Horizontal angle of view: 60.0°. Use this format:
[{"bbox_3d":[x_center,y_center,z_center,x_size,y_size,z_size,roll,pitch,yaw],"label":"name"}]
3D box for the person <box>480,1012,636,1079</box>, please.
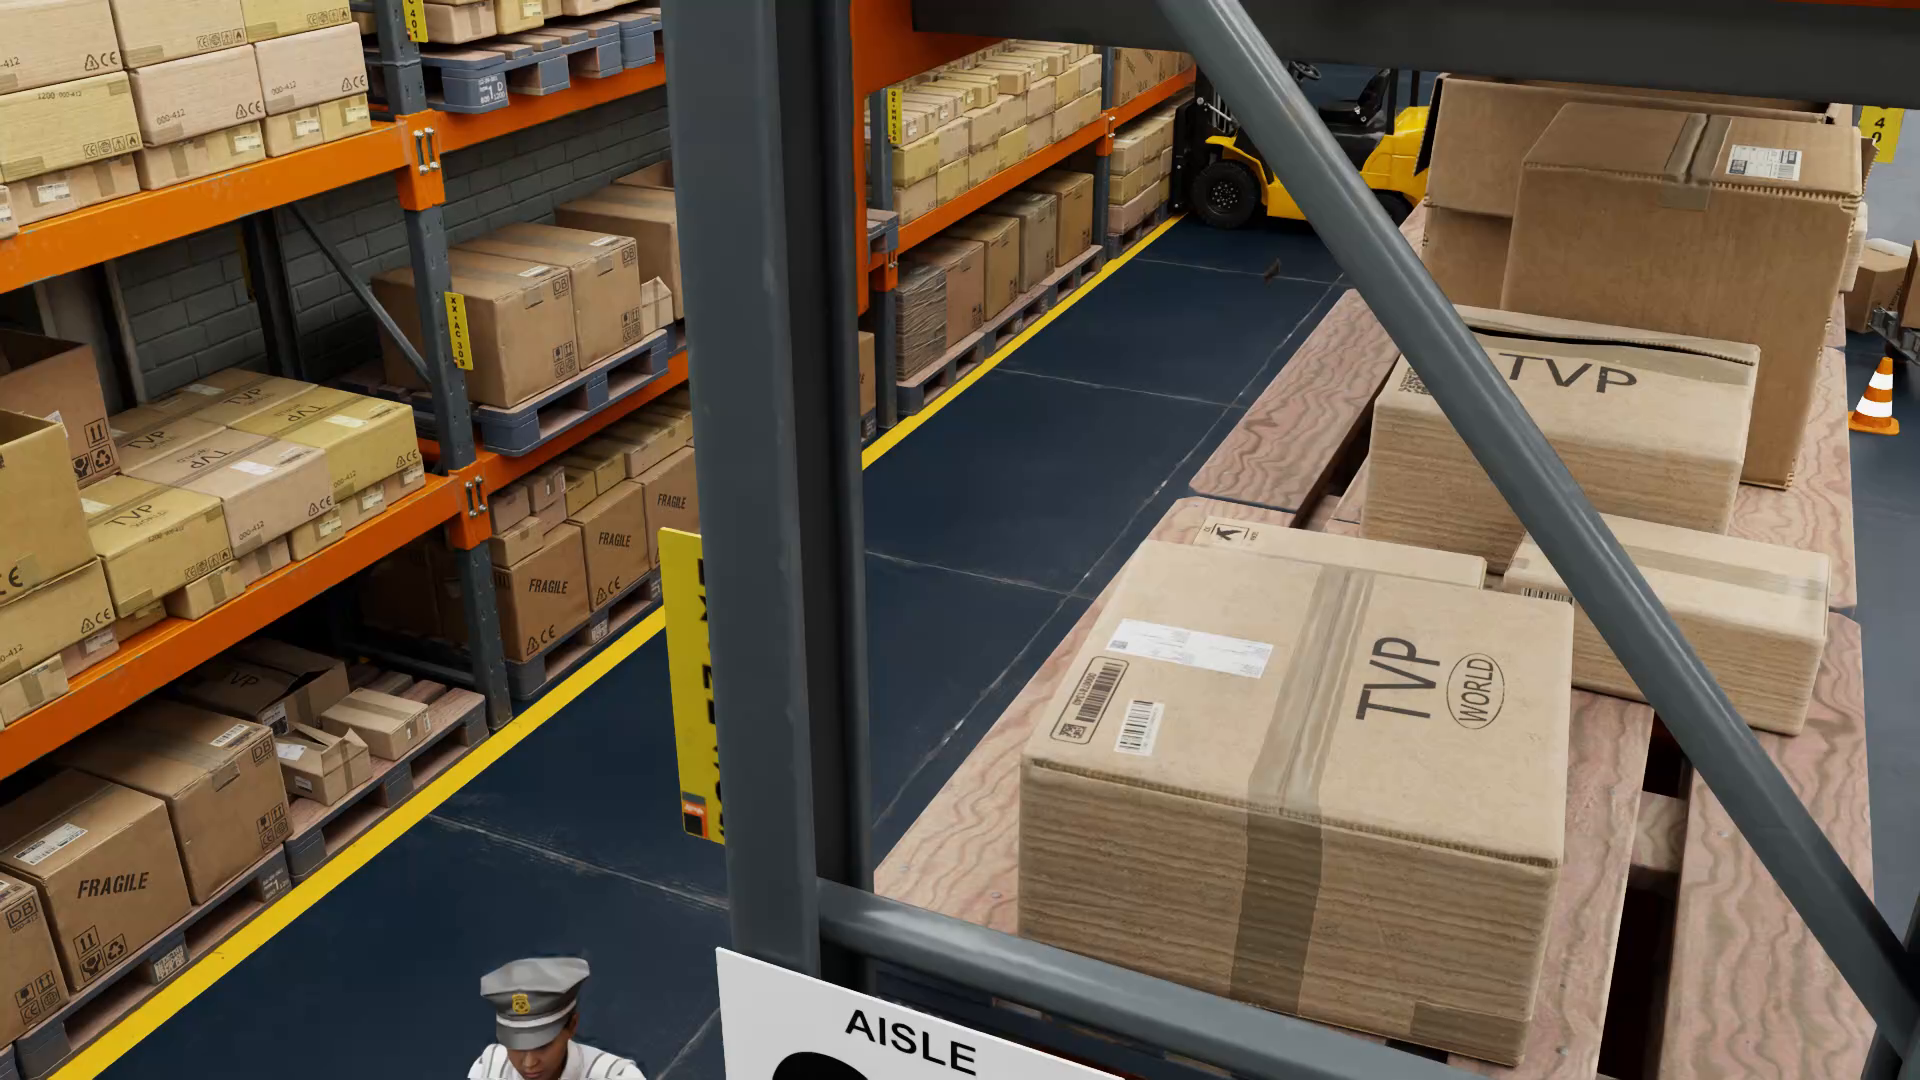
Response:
[{"bbox_3d":[3.445,0.070,6.857,7.840,2.202,8.562,5,27,10],"label":"person"}]
